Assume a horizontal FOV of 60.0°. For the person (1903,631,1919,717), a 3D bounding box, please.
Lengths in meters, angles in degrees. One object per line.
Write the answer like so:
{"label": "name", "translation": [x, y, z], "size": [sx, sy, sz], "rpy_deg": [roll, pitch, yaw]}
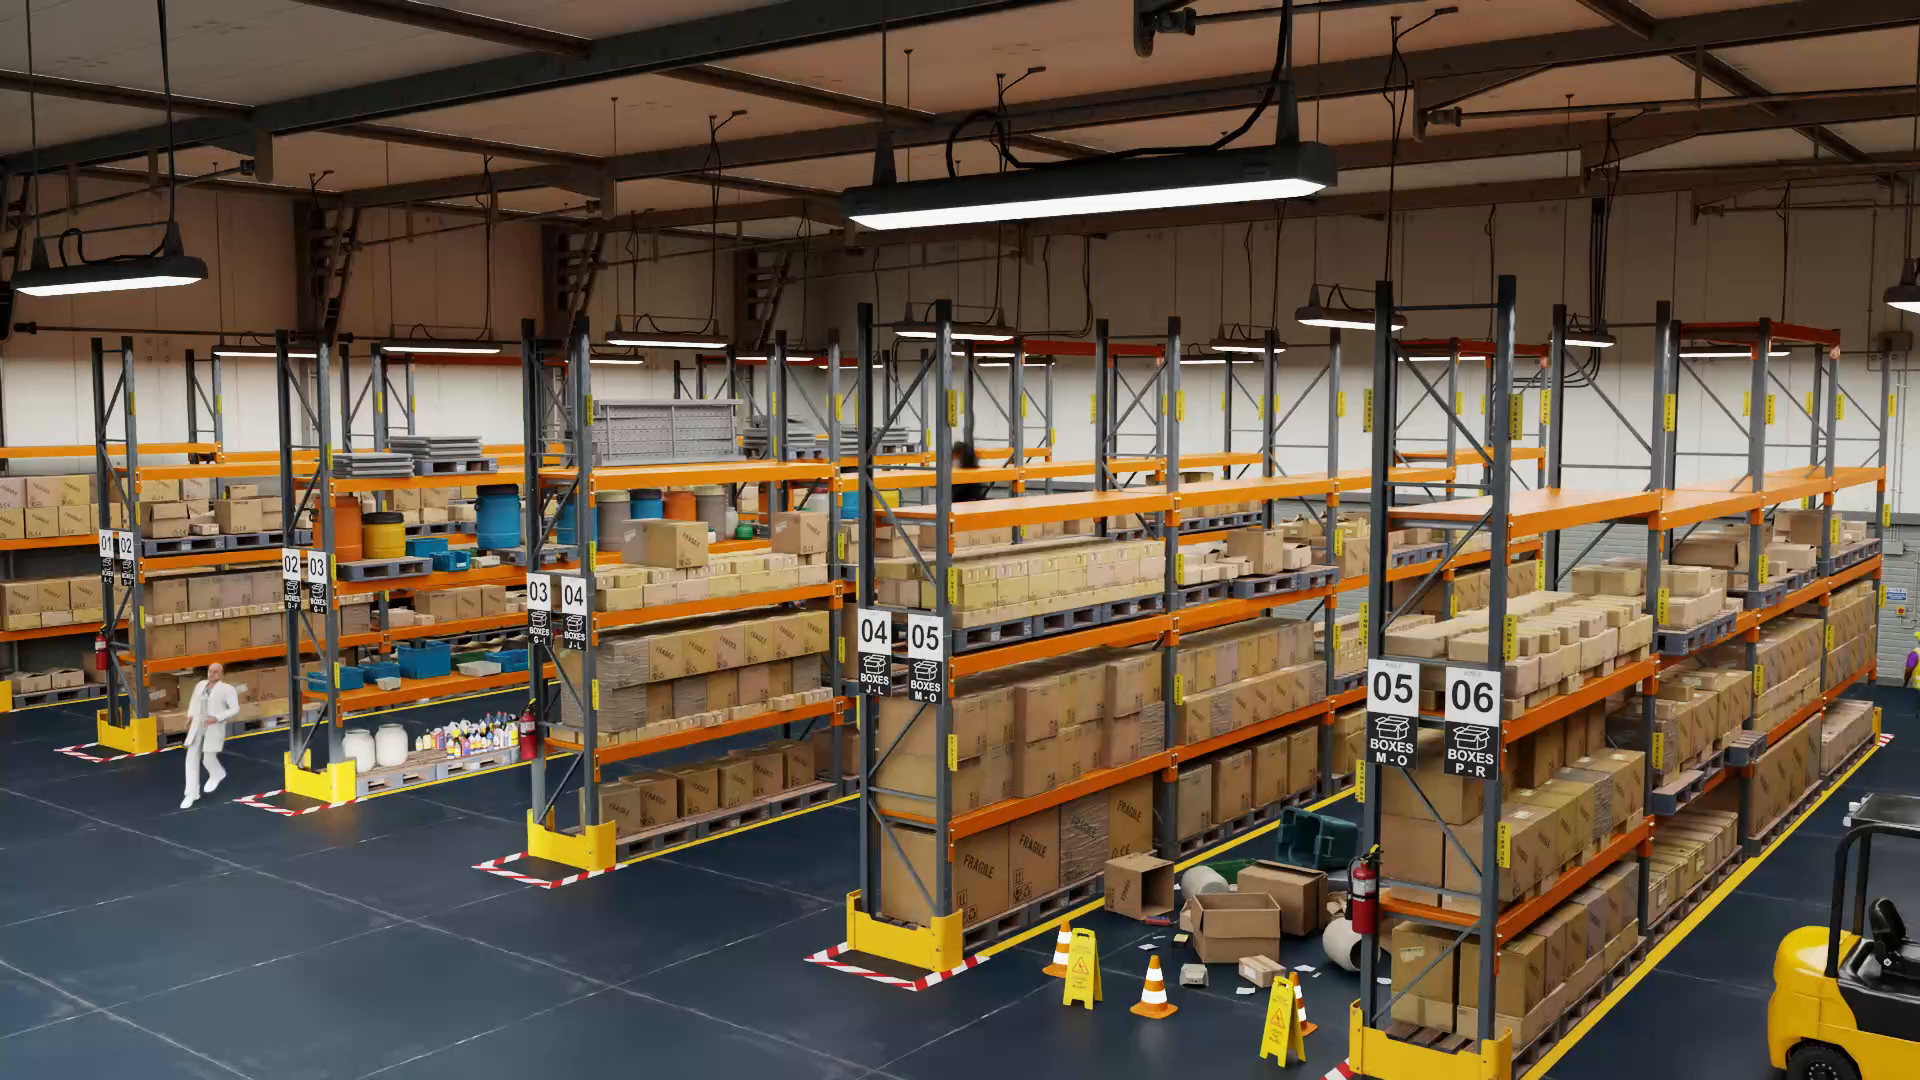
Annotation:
{"label": "person", "translation": [14.384, 2.163, 24.752], "size": [0.754, 1.705, 0.746], "rpy_deg": [0, 5, 1]}

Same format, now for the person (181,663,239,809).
{"label": "person", "translation": [-9.543, 2.448, 21.163], "size": [0.741, 1.769, 0.946], "rpy_deg": [0, 5, 3]}
